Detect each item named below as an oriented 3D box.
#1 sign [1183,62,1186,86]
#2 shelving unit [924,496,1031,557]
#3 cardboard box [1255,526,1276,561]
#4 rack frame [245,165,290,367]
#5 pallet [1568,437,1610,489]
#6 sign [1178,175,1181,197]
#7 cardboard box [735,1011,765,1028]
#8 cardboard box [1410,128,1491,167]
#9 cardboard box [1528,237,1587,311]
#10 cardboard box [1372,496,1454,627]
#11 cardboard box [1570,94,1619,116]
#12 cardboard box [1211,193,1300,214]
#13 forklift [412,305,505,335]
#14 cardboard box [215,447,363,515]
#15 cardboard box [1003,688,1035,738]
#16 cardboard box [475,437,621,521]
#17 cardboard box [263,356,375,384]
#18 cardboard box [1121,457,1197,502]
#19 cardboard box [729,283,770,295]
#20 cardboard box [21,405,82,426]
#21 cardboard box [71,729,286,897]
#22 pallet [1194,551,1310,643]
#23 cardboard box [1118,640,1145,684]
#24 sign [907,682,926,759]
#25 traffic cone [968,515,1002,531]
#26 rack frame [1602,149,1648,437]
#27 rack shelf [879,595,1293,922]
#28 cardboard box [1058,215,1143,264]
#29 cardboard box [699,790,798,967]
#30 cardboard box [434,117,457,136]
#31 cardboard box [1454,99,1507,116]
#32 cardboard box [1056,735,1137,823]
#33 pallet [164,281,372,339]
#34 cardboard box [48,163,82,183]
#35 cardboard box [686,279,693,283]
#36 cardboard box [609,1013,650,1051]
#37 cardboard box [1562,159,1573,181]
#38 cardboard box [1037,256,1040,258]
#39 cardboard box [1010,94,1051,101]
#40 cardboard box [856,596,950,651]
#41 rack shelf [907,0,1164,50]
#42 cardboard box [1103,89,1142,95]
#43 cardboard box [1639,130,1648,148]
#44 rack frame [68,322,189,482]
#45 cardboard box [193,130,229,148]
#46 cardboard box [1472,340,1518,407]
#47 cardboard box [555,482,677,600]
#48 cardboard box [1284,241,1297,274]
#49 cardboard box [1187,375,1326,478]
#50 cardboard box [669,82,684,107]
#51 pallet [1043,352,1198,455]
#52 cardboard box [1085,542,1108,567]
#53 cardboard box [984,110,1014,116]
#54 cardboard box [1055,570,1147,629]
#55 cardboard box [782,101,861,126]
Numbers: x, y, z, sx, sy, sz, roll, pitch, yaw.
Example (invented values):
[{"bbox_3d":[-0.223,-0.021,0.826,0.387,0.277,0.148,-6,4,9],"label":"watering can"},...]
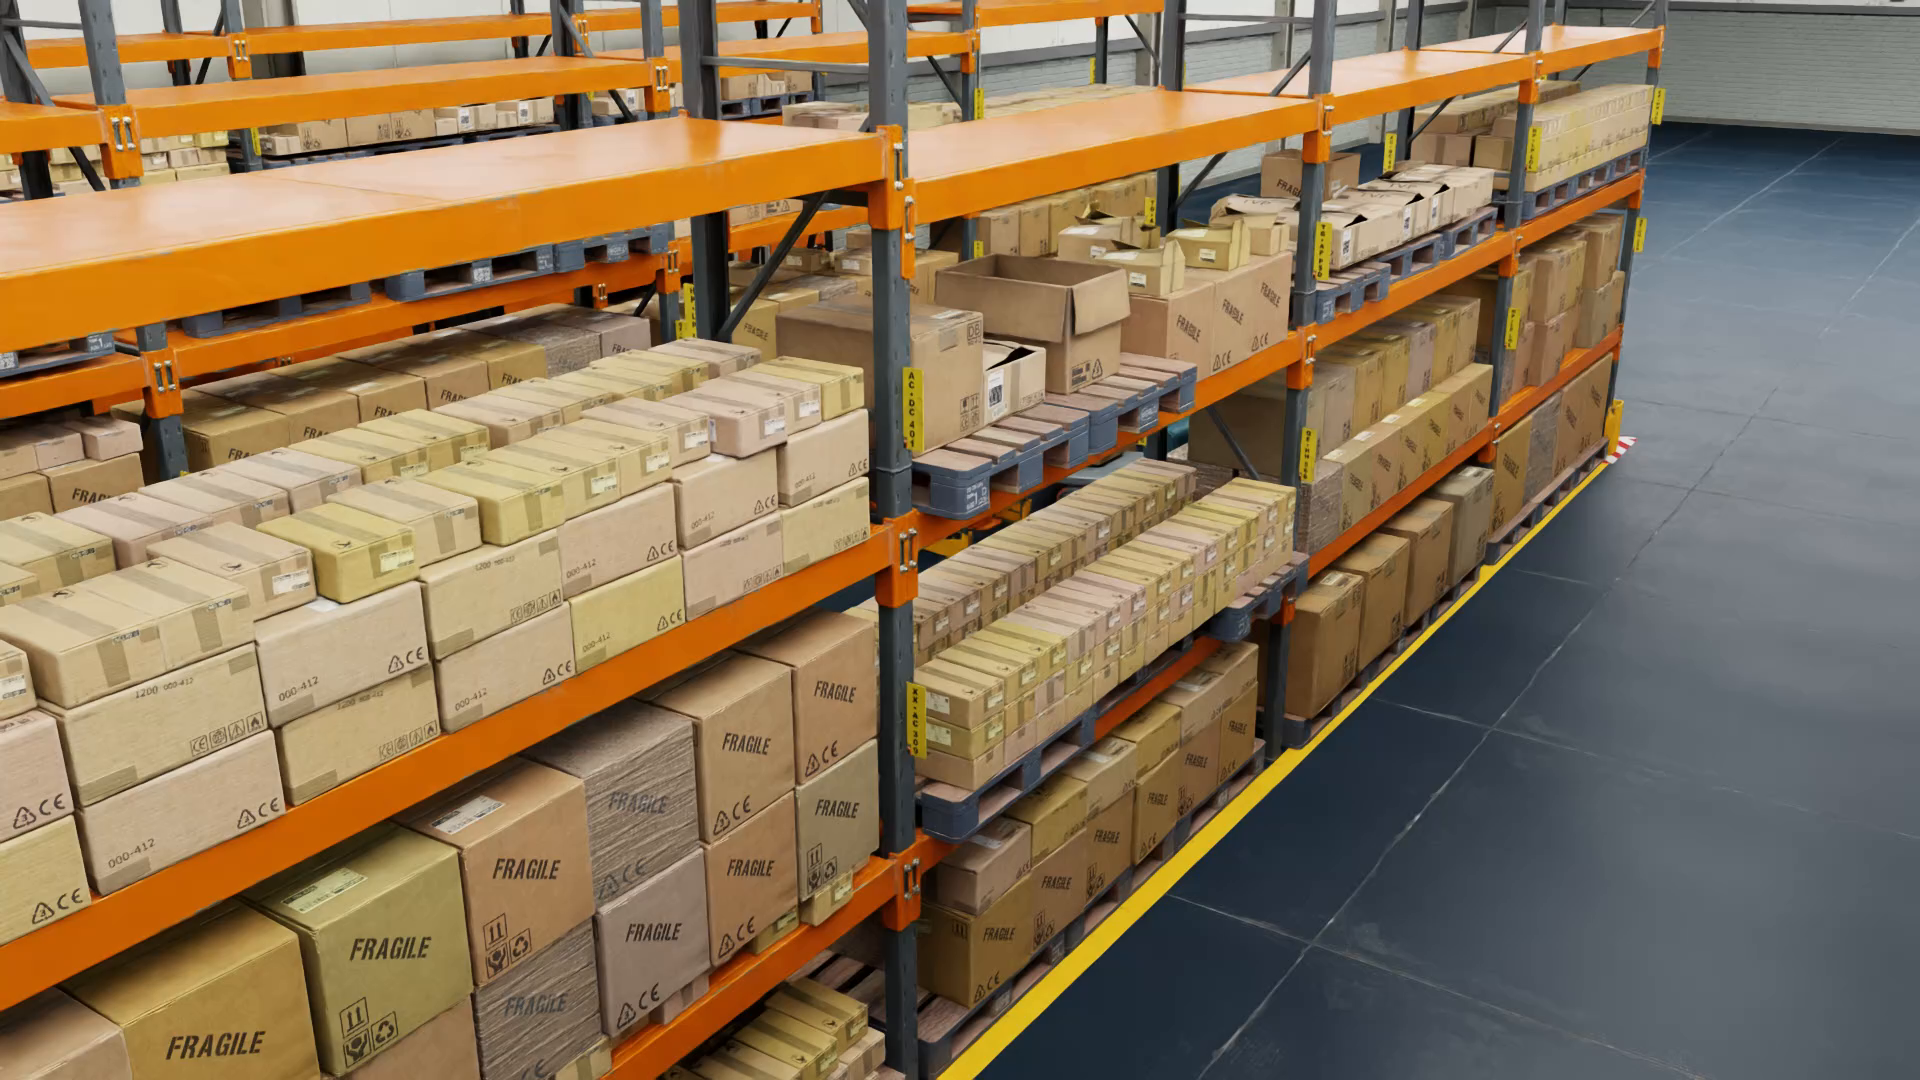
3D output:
[{"bbox_3d":[2.408,-5.043,18.122,0.100,0.325,0.005,13,24,32],"label":"sign"},{"bbox_3d":[0.143,-0.735,14.164,0.587,1.500,1.083,18,26,27],"label":"shelving unit"},{"bbox_3d":[1.564,-0.014,9.455,0.380,0.149,0.250,14,25,34],"label":"cardboard box"},{"bbox_3d":[-6.644,-2.006,15.513,1.000,3.000,0.127,13,24,32],"label":"rack frame"},{"bbox_3d":[5.726,-0.846,16.395,1.003,0.211,1.213,13,24,32],"label":"pallet"},{"bbox_3d":[2.408,-3.912,18.540,0.100,0.325,0.005,13,24,32],"label":"sign"},{"bbox_3d":[-1.104,2.087,7.522,0.380,0.149,0.250,15,25,34],"label":"cardboard box"},{"bbox_3d":[3.926,-3.162,13.351,0.500,0.250,0.500,13,24,31],"label":"cardboard box"},{"bbox_3d":[5.020,-2.389,14.774,0.875,0.550,0.500,13,24,32],"label":"cardboard box"},{"bbox_3d":[3.042,0.079,12.512,1.050,0.750,0.750,13,24,32],"label":"cardboard box"},{"bbox_3d":[5.487,-3.778,14.441,0.380,0.149,0.250,13,24,31],"label":"cardboard box"},{"bbox_3d":[1.953,-2.070,10.741,0.500,0.311,0.500,13,24,32],"label":"cardboard box"},{"bbox_3d":[-4.513,-1.309,13.725,3.031,2.935,1.130,-1,20,-2],"label":"forklift"},{"bbox_3d":[-2.057,-0.155,5.106,0.380,0.149,0.250,13,24,30],"label":"cardboard box"},{"bbox_3d":[0.111,0.728,7.449,0.380,0.149,0.250,13,24,31],"label":"cardboard box"},{"bbox_3d":[-1.291,-0.194,5.211,0.380,0.149,0.250,13,24,31],"label":"cardboard box"},{"bbox_3d":[-4.156,-0.876,10.872,0.500,0.500,0.500,14,25,33],"label":"cardboard box"},{"bbox_3d":[1.191,-0.365,9.975,0.380,0.149,0.250,13,24,32],"label":"cardboard box"},{"bbox_3d":[-1.947,-1.903,14.055,0.500,0.500,0.500,11,23,28],"label":"cardboard box"},{"bbox_3d":[-5.178,-0.672,9.384,0.380,0.149,0.250,13,24,31],"label":"cardboard box"},{"bbox_3d":[-2.120,0.627,4.287,0.500,0.250,0.500,14,25,34],"label":"cardboard box"},{"bbox_3d":[1.301,0.212,9.791,1.213,0.211,1.003,13,24,32],"label":"pallet"},{"bbox_3d":[0.696,0.567,8.314,0.380,0.149,0.250,13,24,31],"label":"cardboard box"},{"bbox_3d":[-0.182,0.742,6.834,0.100,0.325,0.005,13,24,32],"label":"sign"},{"bbox_3d":[0.172,-0.368,14.741,0.336,0.463,0.334,13,24,32],"label":"traffic cone"},{"bbox_3d":[6.111,-2.398,16.572,1.000,3.000,0.127,13,24,32],"label":"rack frame"},{"bbox_3d":[0.489,0.808,8.941,1.077,0.370,4.000,13,24,32],"label":"rack shelf"},{"bbox_3d":[0.758,-1.625,8.910,0.396,0.266,0.258,13,24,32],"label":"cardboard box"},{"bbox_3d":[-0.966,1.201,6.269,0.500,0.500,0.500,13,24,30],"label":"cardboard box"},{"bbox_3d":[-5.196,-4.091,16.437,0.380,0.149,0.250,13,24,31],"label":"cardboard box"},{"bbox_3d":[4.373,-3.616,14.003,0.380,0.149,0.250,13,24,32],"label":"cardboard box"},{"bbox_3d":[0.586,1.209,8.737,0.500,0.250,0.500,14,25,34],"label":"cardboard box"},{"bbox_3d":[-4.311,-1.481,10.046,0.805,0.209,1.217,12,24,30],"label":"pallet"},{"bbox_3d":[-7.390,-3.017,13.563,0.380,0.149,0.250,14,25,33],"label":"cardboard box"},{"bbox_3d":[-2.997,-3.047,20.242,0.500,0.250,0.500,13,24,31],"label":"cardboard box"},{"bbox_3d":[-1.337,1.666,5.947,0.380,0.149,0.250,13,24,31],"label":"cardboard box"},{"bbox_3d":[4.774,-3.040,13.595,0.380,0.149,0.250,13,24,31],"label":"cardboard box"},{"bbox_3d":[0.452,-2.594,16.528,0.500,0.500,0.500,13,24,32],"label":"cardboard box"},{"bbox_3d":[0.710,-4.505,17.157,0.380,0.149,0.250,14,24,33],"label":"cardboard box"},{"bbox_3d":[-0.274,0.382,7.954,0.380,0.149,0.250,12,24,30],"label":"cardboard box"},{"bbox_3d":[0.836,-5.236,16.637,1.077,0.370,4.000,13,24,32],"label":"rack shelf"},{"bbox_3d":[1.709,-4.700,17.683,0.380,0.149,0.250,13,24,31],"label":"cardboard box"},{"bbox_3d":[6.204,-3.770,15.569,0.380,0.149,0.250,13,24,32],"label":"cardboard box"},{"bbox_3d":[-4.786,0.108,9.796,1.000,3.000,0.127,13,24,32],"label":"rack frame"},{"bbox_3d":[-6.593,-3.513,14.475,0.380,0.149,0.250,14,25,34],"label":"cardboard box"},{"bbox_3d":[4.060,-1.429,13.736,0.875,0.550,0.550,13,24,32],"label":"cardboard box"},{"bbox_3d":[-1.276,-0.047,5.387,0.500,0.250,0.500,14,25,34],"label":"cardboard box"},{"bbox_3d":[1.933,-1.700,9.975,0.380,0.149,0.250,12,24,30],"label":"cardboard box"},{"bbox_3d":[1.874,-0.746,10.519,0.700,0.500,0.500,13,24,32],"label":"cardboard box"},{"bbox_3d":[-3.310,-5.108,19.019,0.396,0.266,0.258,13,24,31],"label":"cardboard box"},{"bbox_3d":[0.381,-0.729,8.005,1.213,0.211,1.003,13,24,32],"label":"pallet"},{"bbox_3d":[0.595,0.077,9.208,0.380,0.149,0.250,13,24,32],"label":"cardboard box"},{"bbox_3d":[0.280,-3.957,15.675,0.380,0.149,0.250,14,25,33],"label":"cardboard box"},{"bbox_3d":[0.693,0.292,8.198,0.380,0.149,0.250,14,25,34],"label":"cardboard box"},{"bbox_3d":[-1.220,-3.721,14.713,0.500,0.250,0.500,13,24,31],"label":"cardboard box"}]
